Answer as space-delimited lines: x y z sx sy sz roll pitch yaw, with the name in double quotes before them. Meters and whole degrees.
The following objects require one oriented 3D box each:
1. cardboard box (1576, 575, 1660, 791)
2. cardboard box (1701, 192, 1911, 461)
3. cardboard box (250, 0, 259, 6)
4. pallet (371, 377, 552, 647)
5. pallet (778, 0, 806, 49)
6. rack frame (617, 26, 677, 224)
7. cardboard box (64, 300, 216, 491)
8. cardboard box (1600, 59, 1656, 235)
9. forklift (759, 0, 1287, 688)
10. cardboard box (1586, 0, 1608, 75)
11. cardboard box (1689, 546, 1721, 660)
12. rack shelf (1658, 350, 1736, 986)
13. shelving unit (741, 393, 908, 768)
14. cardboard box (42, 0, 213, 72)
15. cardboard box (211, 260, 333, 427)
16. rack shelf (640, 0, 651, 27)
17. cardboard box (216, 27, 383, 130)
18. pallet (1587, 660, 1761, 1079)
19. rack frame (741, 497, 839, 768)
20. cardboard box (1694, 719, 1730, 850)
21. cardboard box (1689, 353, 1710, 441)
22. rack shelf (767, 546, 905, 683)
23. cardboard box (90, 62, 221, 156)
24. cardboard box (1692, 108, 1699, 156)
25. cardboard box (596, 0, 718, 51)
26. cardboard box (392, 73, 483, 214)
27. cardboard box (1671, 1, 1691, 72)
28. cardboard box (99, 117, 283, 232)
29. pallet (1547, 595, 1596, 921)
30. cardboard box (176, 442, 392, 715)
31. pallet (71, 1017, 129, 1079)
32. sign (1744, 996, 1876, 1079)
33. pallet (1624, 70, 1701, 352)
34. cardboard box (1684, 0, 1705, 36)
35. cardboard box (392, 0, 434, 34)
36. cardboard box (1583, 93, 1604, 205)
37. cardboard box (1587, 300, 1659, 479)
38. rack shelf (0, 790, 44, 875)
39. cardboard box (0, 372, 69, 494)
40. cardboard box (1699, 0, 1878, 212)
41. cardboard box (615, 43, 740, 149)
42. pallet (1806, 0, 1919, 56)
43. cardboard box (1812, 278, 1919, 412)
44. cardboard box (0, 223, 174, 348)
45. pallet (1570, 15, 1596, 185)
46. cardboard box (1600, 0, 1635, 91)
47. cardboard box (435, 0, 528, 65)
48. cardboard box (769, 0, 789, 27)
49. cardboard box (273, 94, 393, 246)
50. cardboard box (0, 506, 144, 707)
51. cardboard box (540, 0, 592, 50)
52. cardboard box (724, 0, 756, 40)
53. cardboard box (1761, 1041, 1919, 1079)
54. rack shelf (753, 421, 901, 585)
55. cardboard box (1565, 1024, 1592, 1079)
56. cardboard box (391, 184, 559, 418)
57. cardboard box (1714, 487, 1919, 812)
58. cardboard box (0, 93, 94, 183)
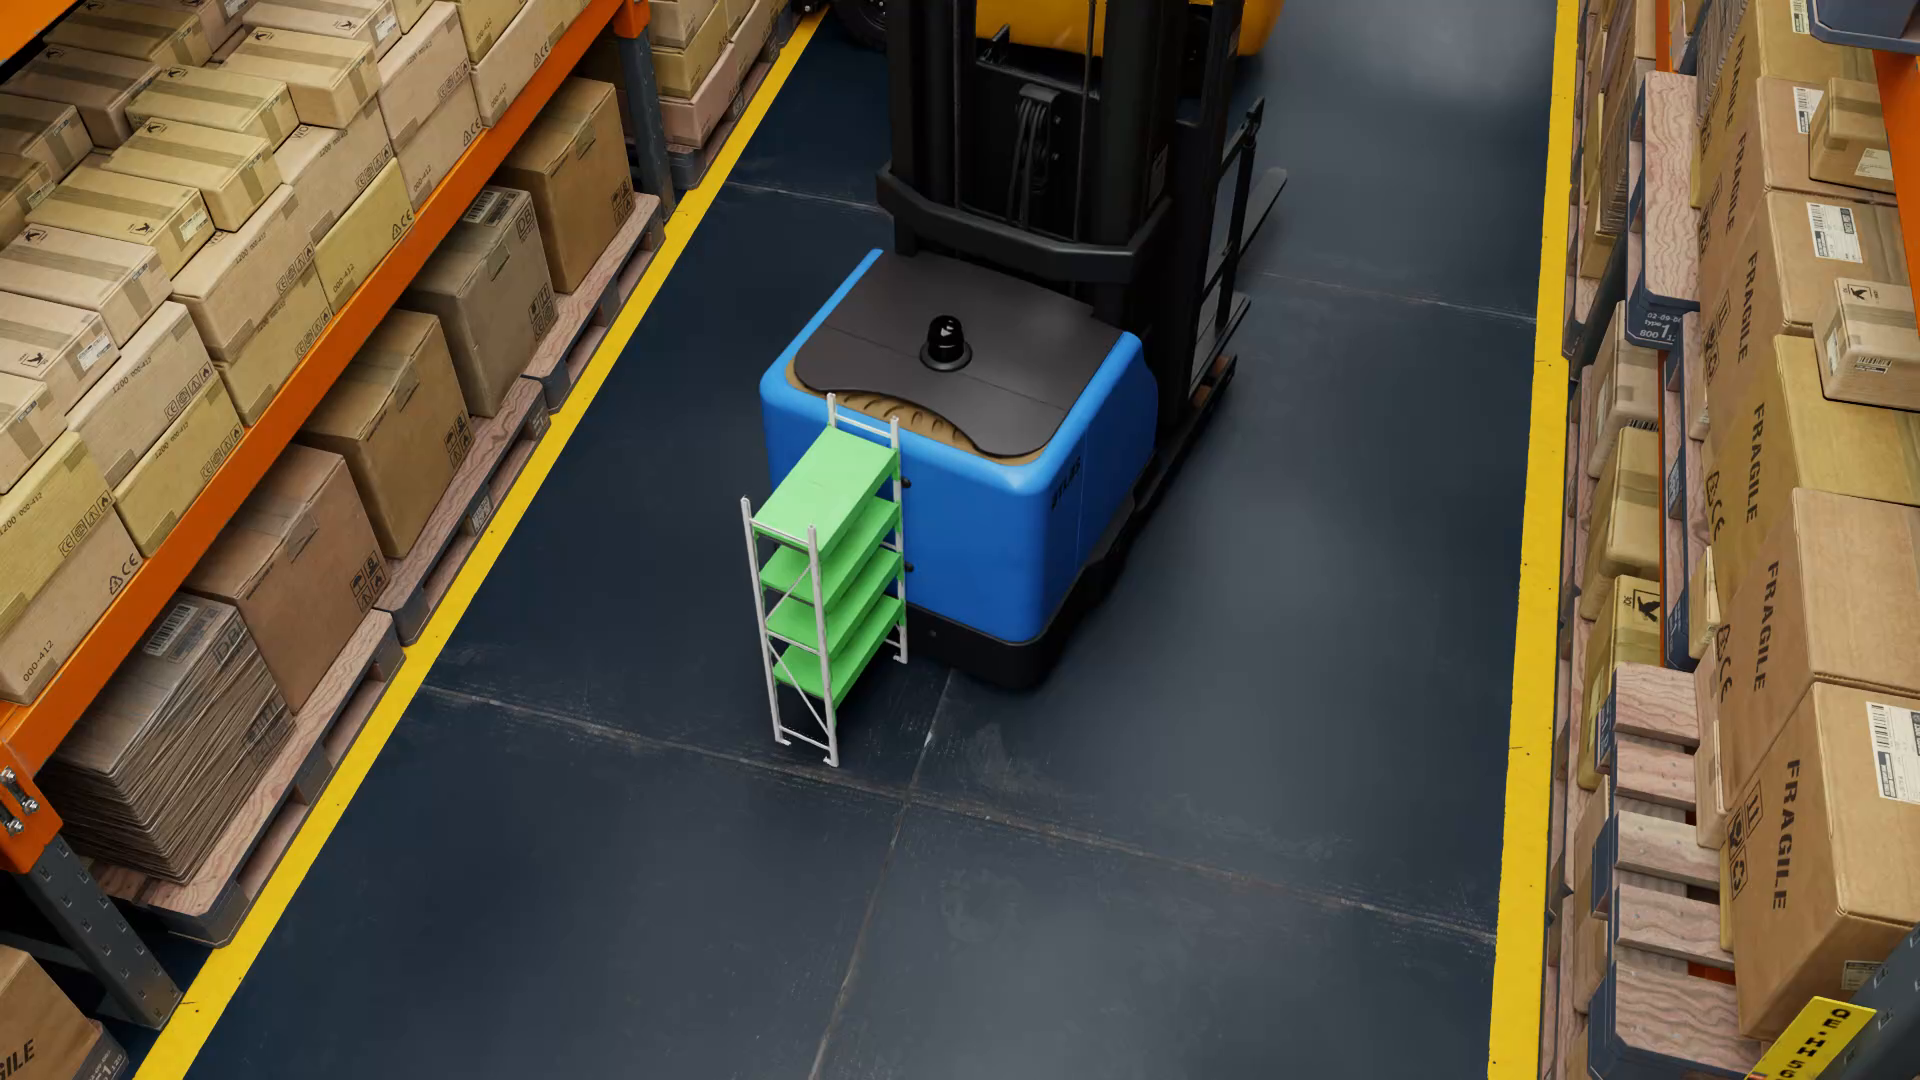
"cardboard box" 2.495 0.549 5.238 0.950 0.372 0.625 13 50 11
"cardboard box" 2.198 -0.483 4.130 0.500 0.500 0.500 10 49 8
"cardboard box" -2.416 -1.870 5.401 0.380 0.149 0.250 12 50 10
"pallet" -2.267 -0.214 6.298 1.003 0.211 1.213 12 50 10
"pallet" -1.223 -3.092 8.838 1.003 0.211 1.213 12 50 10
"rack frame" -1.792 -2.563 6.511 1.000 3.000 0.127 12 50 10
"cardboard box" -2.359 -0.420 4.387 0.500 0.250 0.500 13 50 11
"cardboard box" 2.894 -1.544 6.666 0.500 0.500 0.500 11 49 10
"forklift" 0.466 -1.574 5.684 1.130 2.935 3.031 21 52 18
"cardboard box" 3.298 -2.414 7.934 0.500 0.250 0.500 15 50 13
"cardboard box" 1.961 0.186 3.972 0.380 0.149 0.250 12 50 11
"rack shelf" 2.471 0.099 4.642 1.077 0.370 4.000 12 50 10
"shelving unit" -0.405 0.158 5.310 0.258 1.200 0.503 21 52 18
"cardboard box" -2.538 -1.505 5.078 0.380 0.149 0.250 12 50 10
"cardboard box" -2.226 -0.629 4.905 0.500 0.250 0.500 10 49 9
"rack shelf" -1.266 -3.771 8.058 1.077 0.370 4.000 12 50 10
"cardboard box" -1.970 -1.382 4.970 0.380 0.149 0.250 10 49 9
"pallet" 2.030 0.834 3.641 1.213 0.211 1.003 12 50 10
"rack frame" -0.517 0.321 5.167 0.240 1.200 0.015 21 52 18
"cardboard box" 1.828 0.569 3.635 0.380 0.149 0.250 11 50 10
"cardboard box" 2.177 -0.367 4.461 0.380 0.149 0.250 13 50 11
"rack shelf" -0.405 0.200 5.358 0.258 0.148 0.480 21 52 18
"cardboard box" -2.587 -1.259 5.127 0.500 0.250 0.500 11 49 9
"cardboard box" 2.547 -1.304 5.288 0.380 0.149 0.250 12 50 11
"cardboard box" -1.362 -2.411 7.264 0.500 0.250 0.500 11 49 9
"cardboard box" -1.959 -1.379 5.567 0.500 0.250 0.500 12 50 10
"cardboard box" 2.788 -1.795 6.001 0.380 0.149 0.250 11 50 10
"cardboard box" -2.147 -1.025 4.655 0.380 0.149 0.250 13 50 11
"pallet" 2.475 0.786 5.416 1.003 0.211 1.213 12 50 10
"cardboard box" -2.503 0.055 5.505 0.875 0.625 0.625 13 50 11
"pallet" -3.078 1.786 4.533 1.003 0.211 1.213 12 50 10
"sign" 1.419 0.850 2.780 0.100 0.325 0.005 12 50 10
"pallet" 2.656 -0.998 5.258 1.003 0.211 1.213 12 50 10
"cardboard box" 2.875 -2.088 5.827 0.500 0.500 0.500 10 49 9
"cardboard box" -1.904 -1.769 5.311 0.380 0.149 0.250 10 49 9
"cardboard box" 3.024 -1.683 7.288 0.500 0.250 0.500 10 49 9
"cardboard box" 2.862 -0.475 6.142 0.950 0.372 0.625 12 50 11
"rack shelf" -3.371 2.015 2.951 1.077 0.370 4.000 12 50 10
"cardboard box" -2.408 -0.283 4.000 0.380 0.149 0.250 13 50 11
"cardboard box" 2.466 -1.211 4.773 0.500 0.500 0.500 12 50 10
"cardboard box" -1.345 -2.076 7.636 0.500 0.250 0.500 12 50 10
"pallet" 2.462 -1.340 3.557 1.213 0.211 1.003 12 50 10
"cardboard box" 2.103 -0.417 3.639 0.380 0.149 0.250 9 49 8
"cardboard box" -2.308 -0.665 4.337 0.380 0.149 0.250 12 50 10
"pallet" 3.459 -2.041 7.911 1.003 0.211 1.213 12 50 10
"cardboard box" 3.160 -2.282 7.317 0.500 0.500 0.500 14 50 12
"cardboard box" -1.803 -1.899 5.692 0.500 0.250 0.500 10 49 9
"cardboard box" -1.106 -2.821 8.293 0.500 0.250 0.500 12 50 11
"cardboard box" -2.094 -1.169 5.048 0.500 0.250 0.500 12 50 11
"cardboard box" -2.492 0.107 4.255 0.500 0.250 0.500 12 50 10
"cardboard box" -1.672 -2.097 6.200 0.500 0.250 0.500 13 50 11
"cardboard box" -1.236 -2.611 7.774 0.500 0.250 0.500 11 50 10
"cardboard box" 1.804 0.968 3.282 0.380 0.149 0.250 13 50 11
"rack shelf" -0.405 -0.117 4.998 0.258 0.148 0.480 21 52 18
"cardboard box" 2.103 1.631 4.282 0.950 0.372 0.625 9 49 7
"cardboard box" -2.130 -0.976 6.415 0.875 0.625 0.625 11 50 10
"cardboard box" 1.922 0.277 3.460 0.500 0.500 0.500 11 49 9
"cardboard box" -2.740 -1.141 4.757 0.380 0.149 0.250 11 49 9
